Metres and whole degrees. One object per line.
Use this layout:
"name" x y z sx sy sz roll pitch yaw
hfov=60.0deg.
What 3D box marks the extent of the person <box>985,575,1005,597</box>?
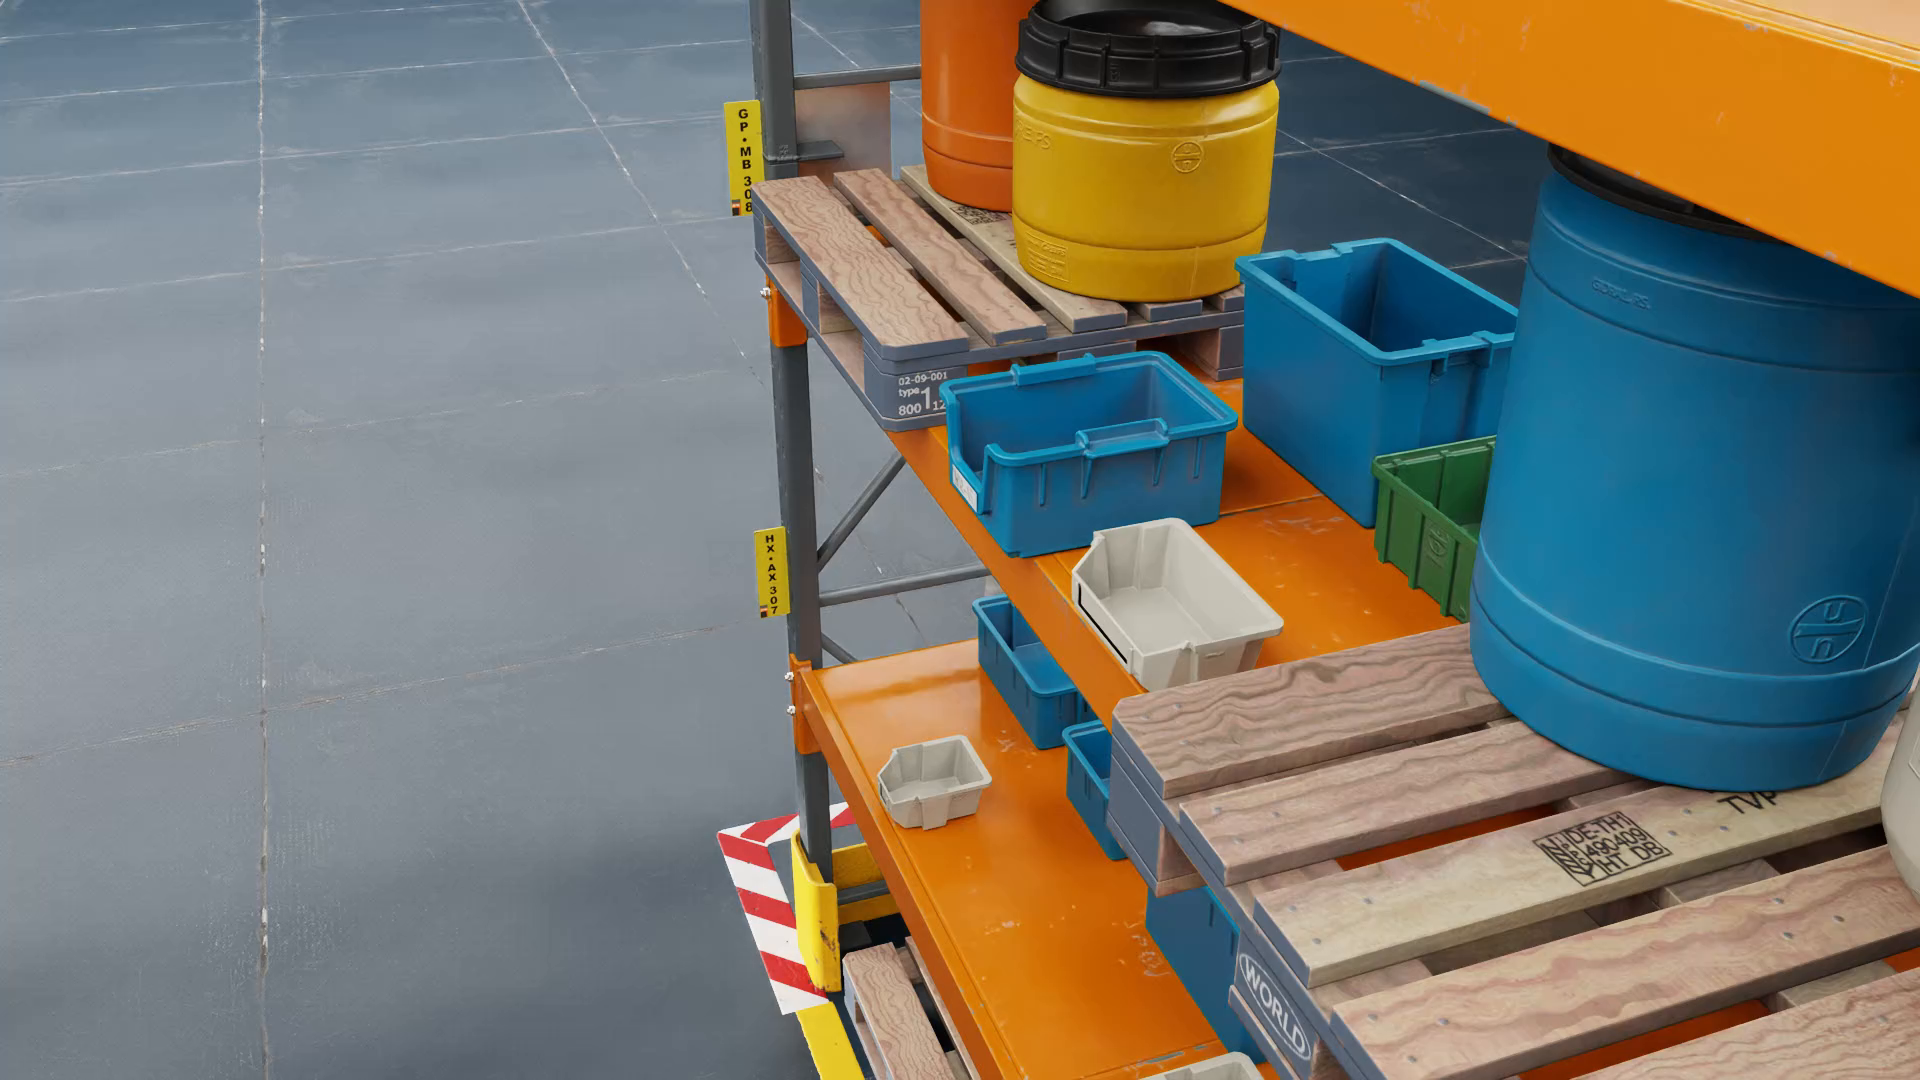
"person" 0.261 -0.276 7.607 0.437 1.746 0.591 -12 32 -20
